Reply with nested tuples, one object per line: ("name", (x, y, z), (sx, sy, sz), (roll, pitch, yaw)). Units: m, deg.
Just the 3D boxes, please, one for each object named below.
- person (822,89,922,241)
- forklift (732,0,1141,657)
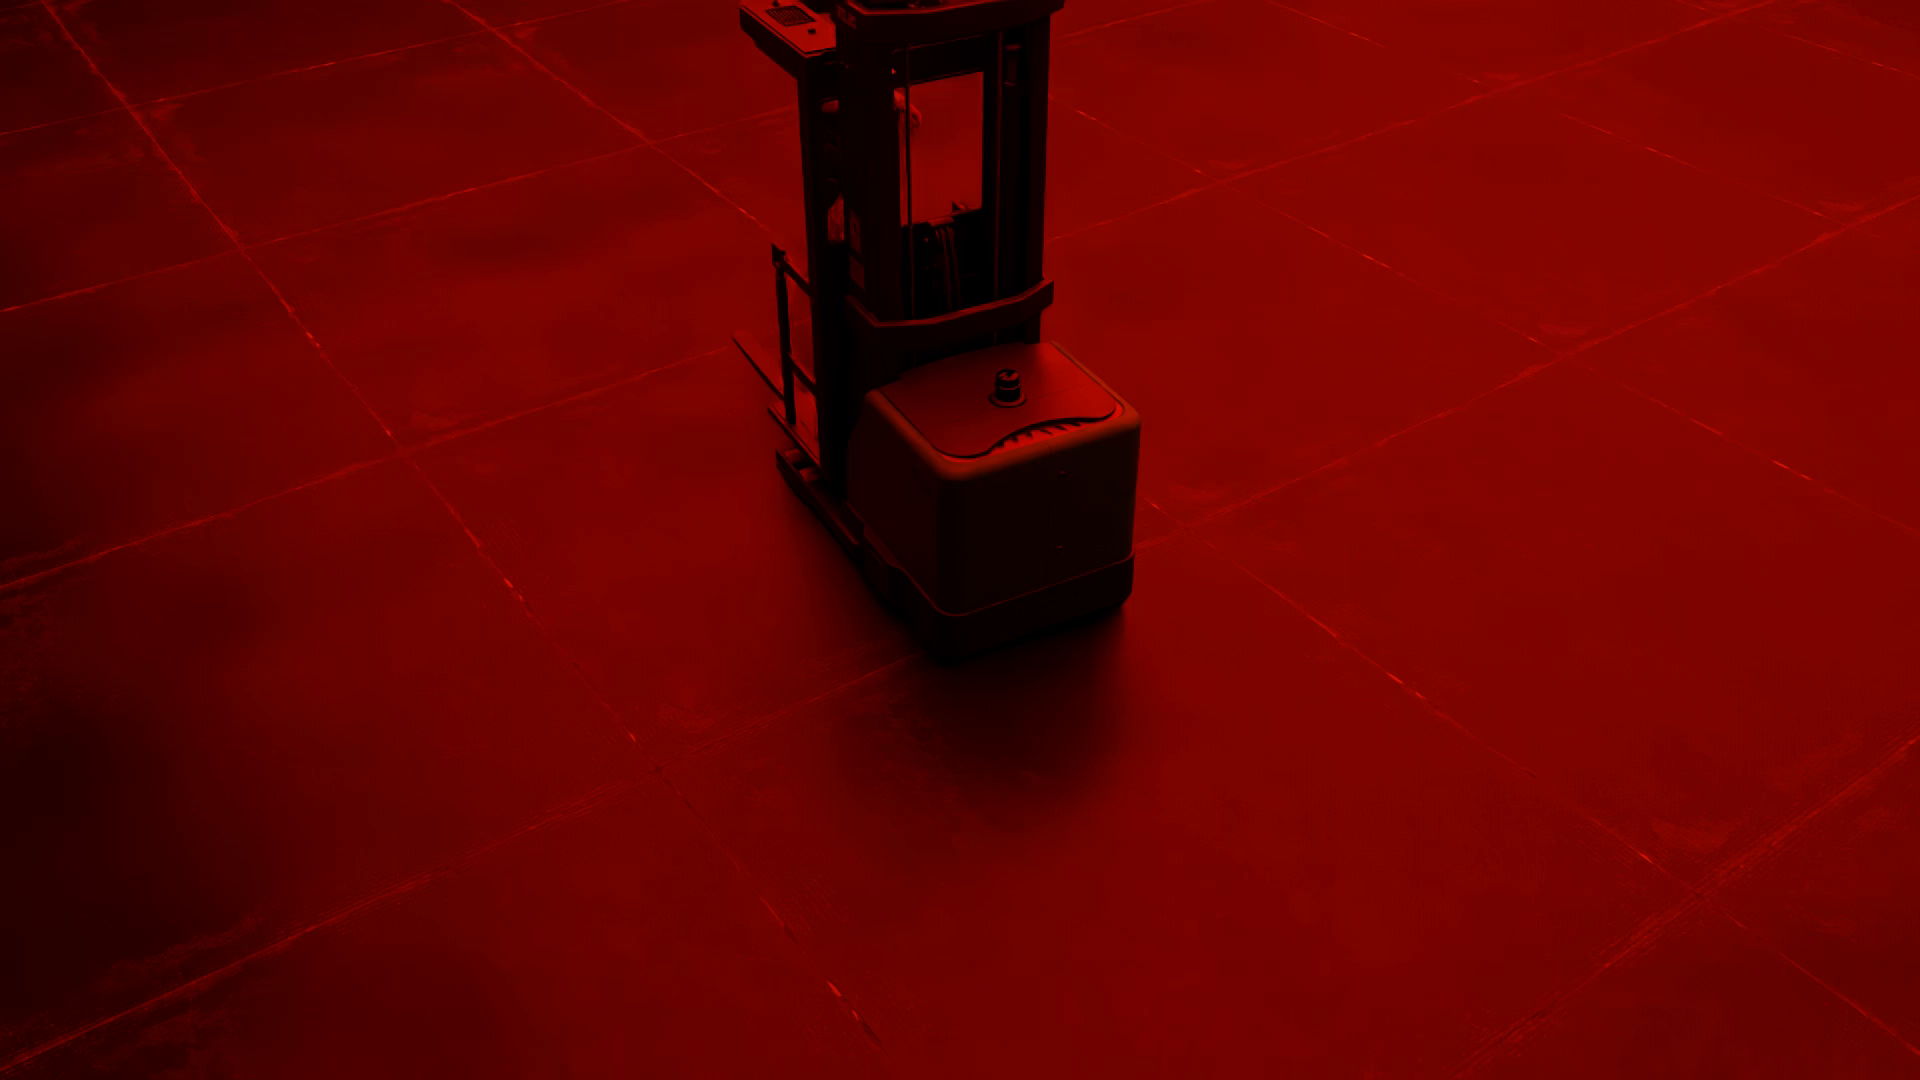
("person", (-0.610, -2.469, 10.490), (0.858, 1.466, 0.813), (-19, 41, -24))
("forklift", (-0.317, -1.506, 7.982), (1.130, 2.935, 3.031), (-18, 40, -22))
